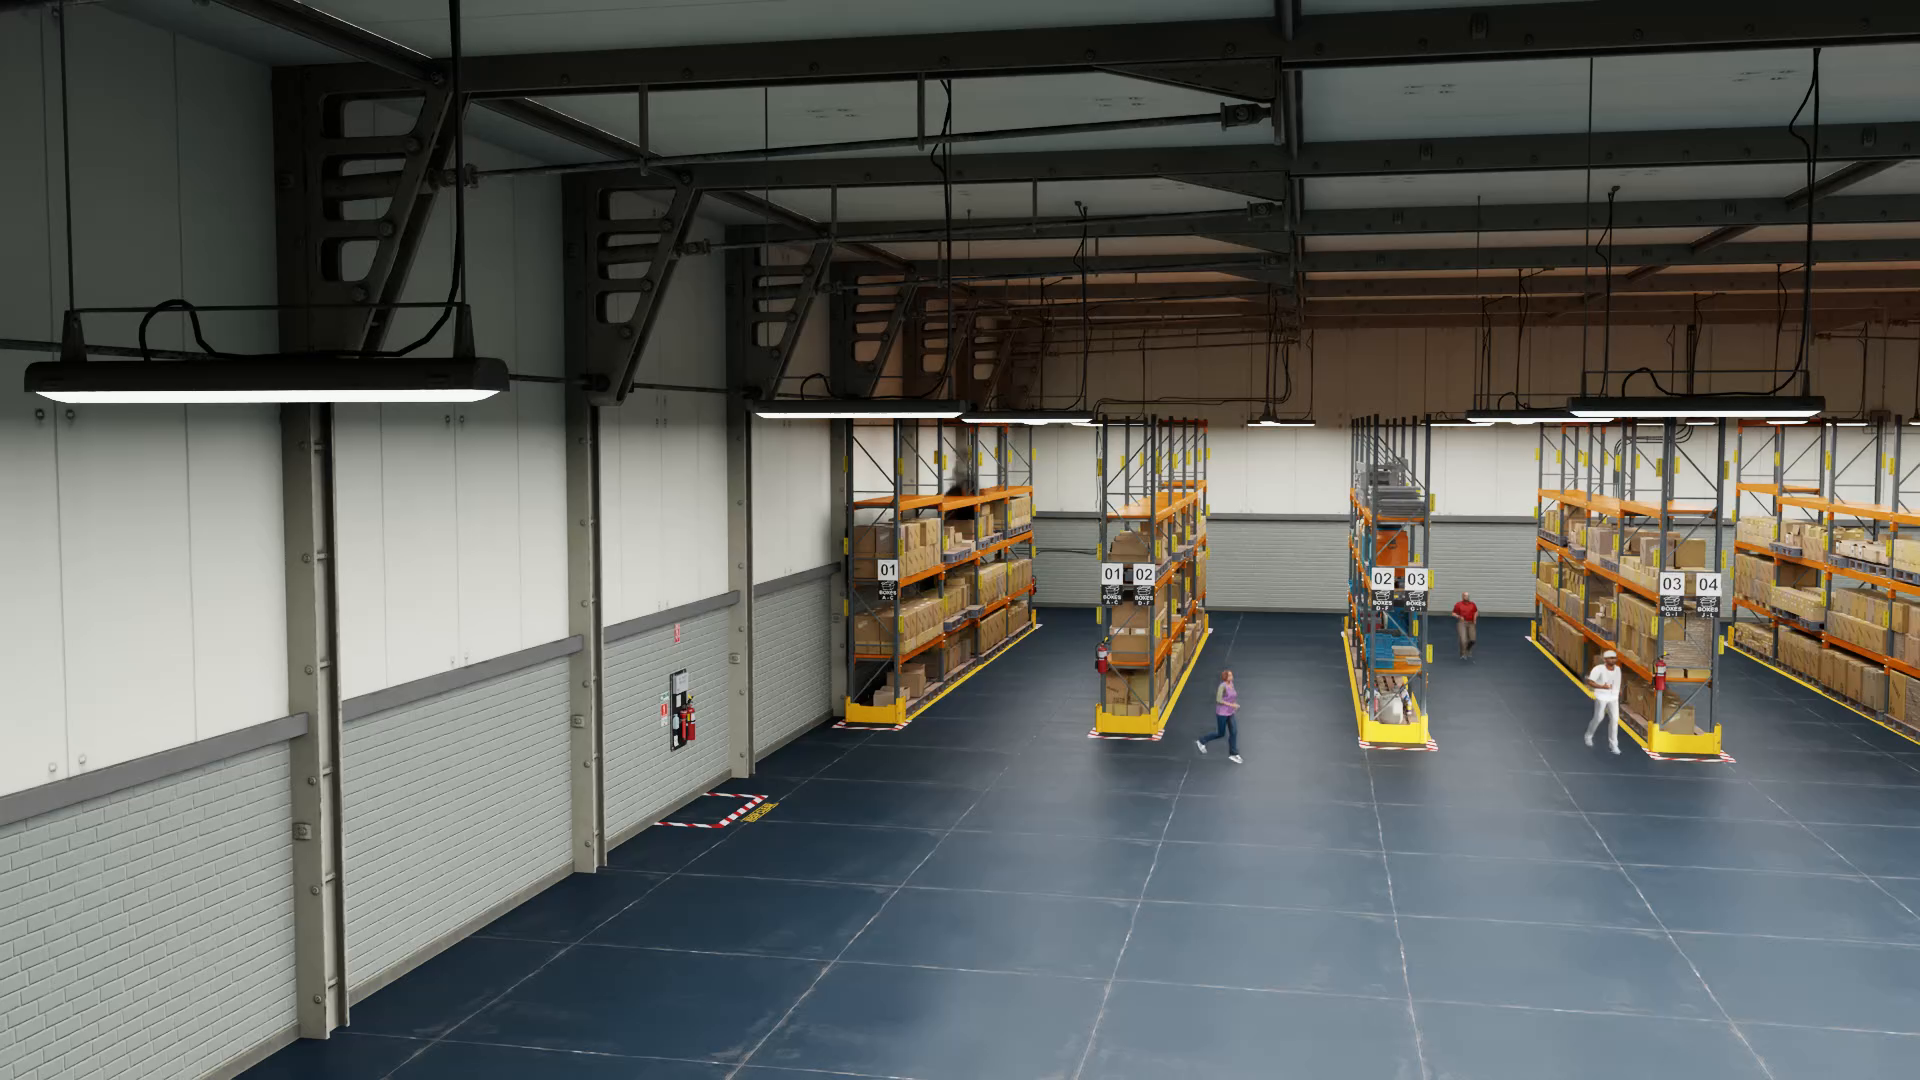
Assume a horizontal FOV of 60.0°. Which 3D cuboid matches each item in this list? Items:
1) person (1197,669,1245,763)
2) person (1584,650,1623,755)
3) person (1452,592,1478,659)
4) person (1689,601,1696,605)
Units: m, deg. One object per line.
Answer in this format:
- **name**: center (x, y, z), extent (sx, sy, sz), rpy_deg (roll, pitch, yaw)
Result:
- **person**: center (4.537, 3.020, 28.725), extent (0.860, 1.599, 0.550), rpy_deg (3, 5, 39)
- **person**: center (11.525, 2.860, 29.606), extent (0.713, 1.813, 0.818), rpy_deg (-1, 4, -8)
- **person**: center (12.555, 2.134, 41.208), extent (0.652, 1.673, 0.602), rpy_deg (0, 4, 2)
- **person**: center (19.559, 1.899, 44.853), extent (0.699, 1.752, 0.794), rpy_deg (-3, 5, -37)
